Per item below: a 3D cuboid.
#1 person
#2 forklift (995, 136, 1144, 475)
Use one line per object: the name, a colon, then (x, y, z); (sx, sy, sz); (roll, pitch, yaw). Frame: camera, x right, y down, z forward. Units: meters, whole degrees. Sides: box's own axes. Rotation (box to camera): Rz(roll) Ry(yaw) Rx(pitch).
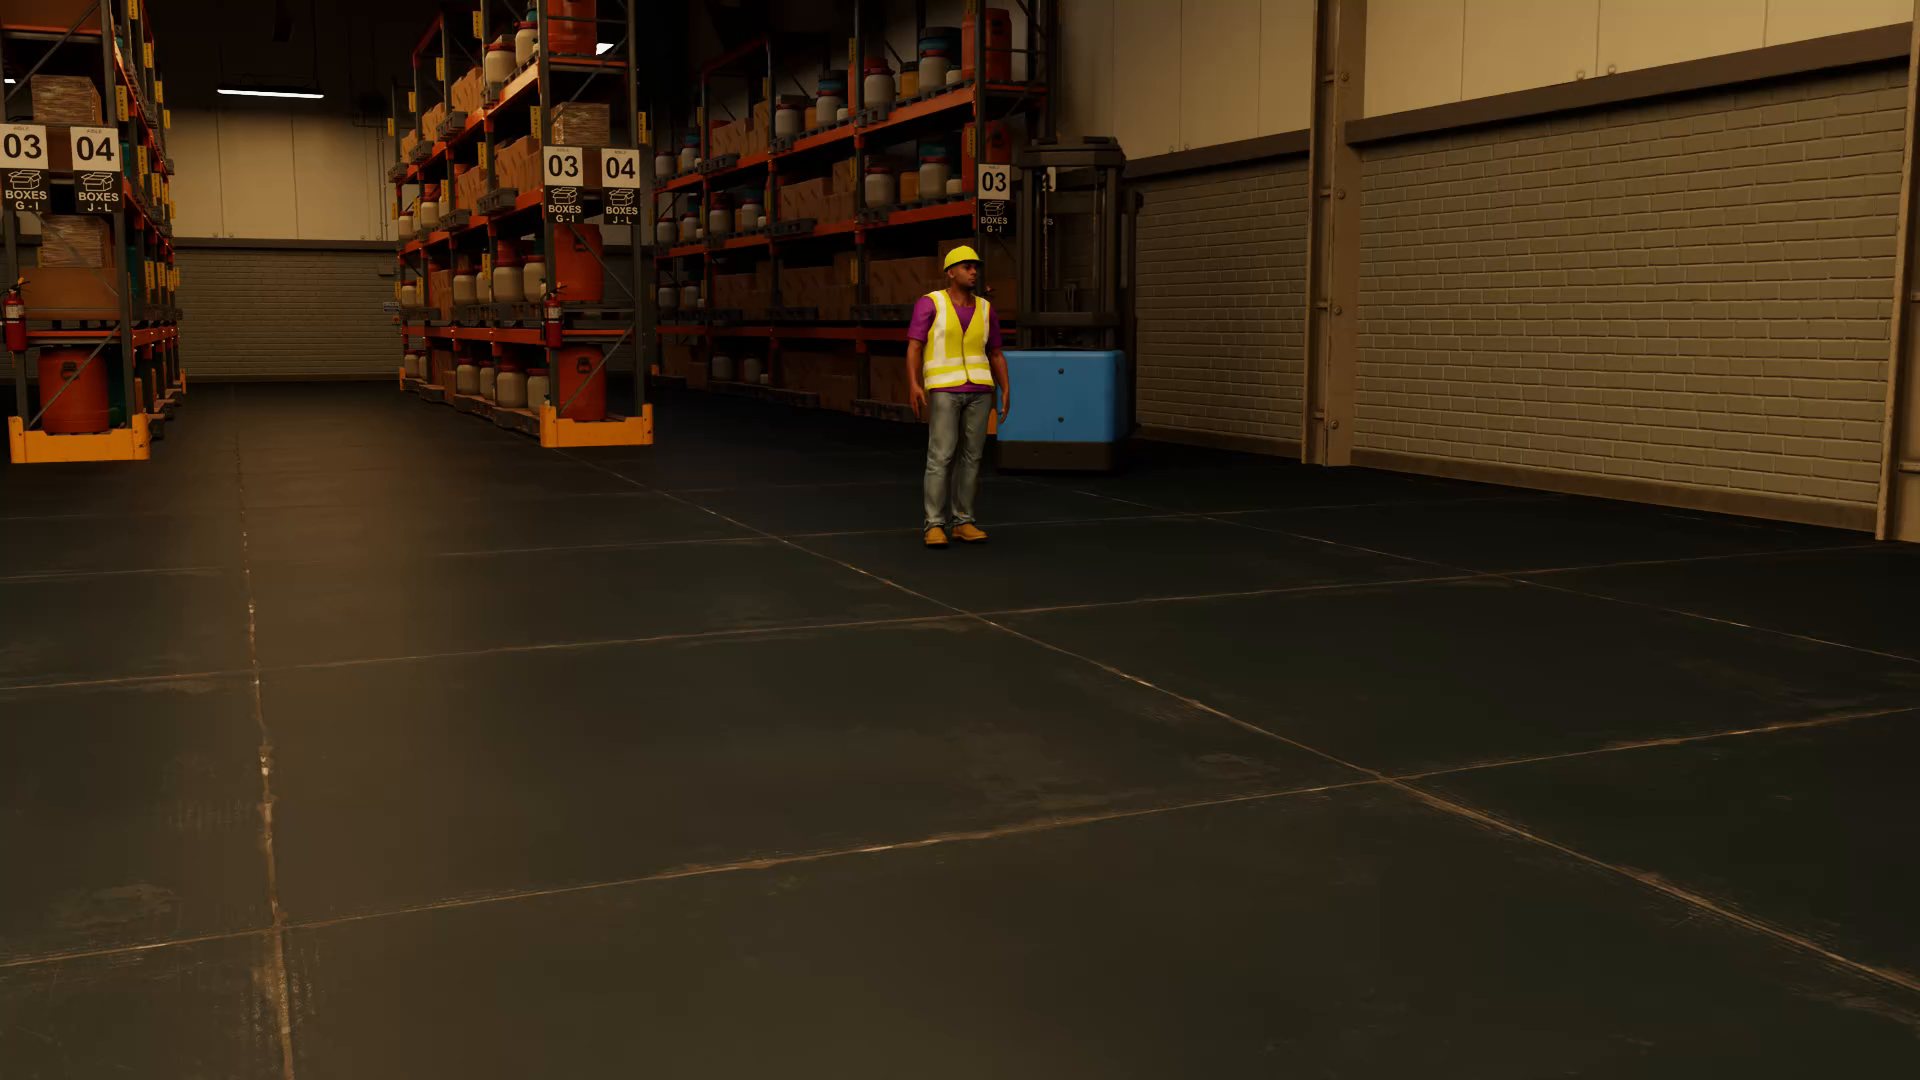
person: (0.023, -0.874, 9.971); (0.665, 1.768, 0.575); (-3, 8, -23)
forklift: (1.103, -2.173, 15.422); (1.130, 2.935, 3.031); (2, 8, 12)
